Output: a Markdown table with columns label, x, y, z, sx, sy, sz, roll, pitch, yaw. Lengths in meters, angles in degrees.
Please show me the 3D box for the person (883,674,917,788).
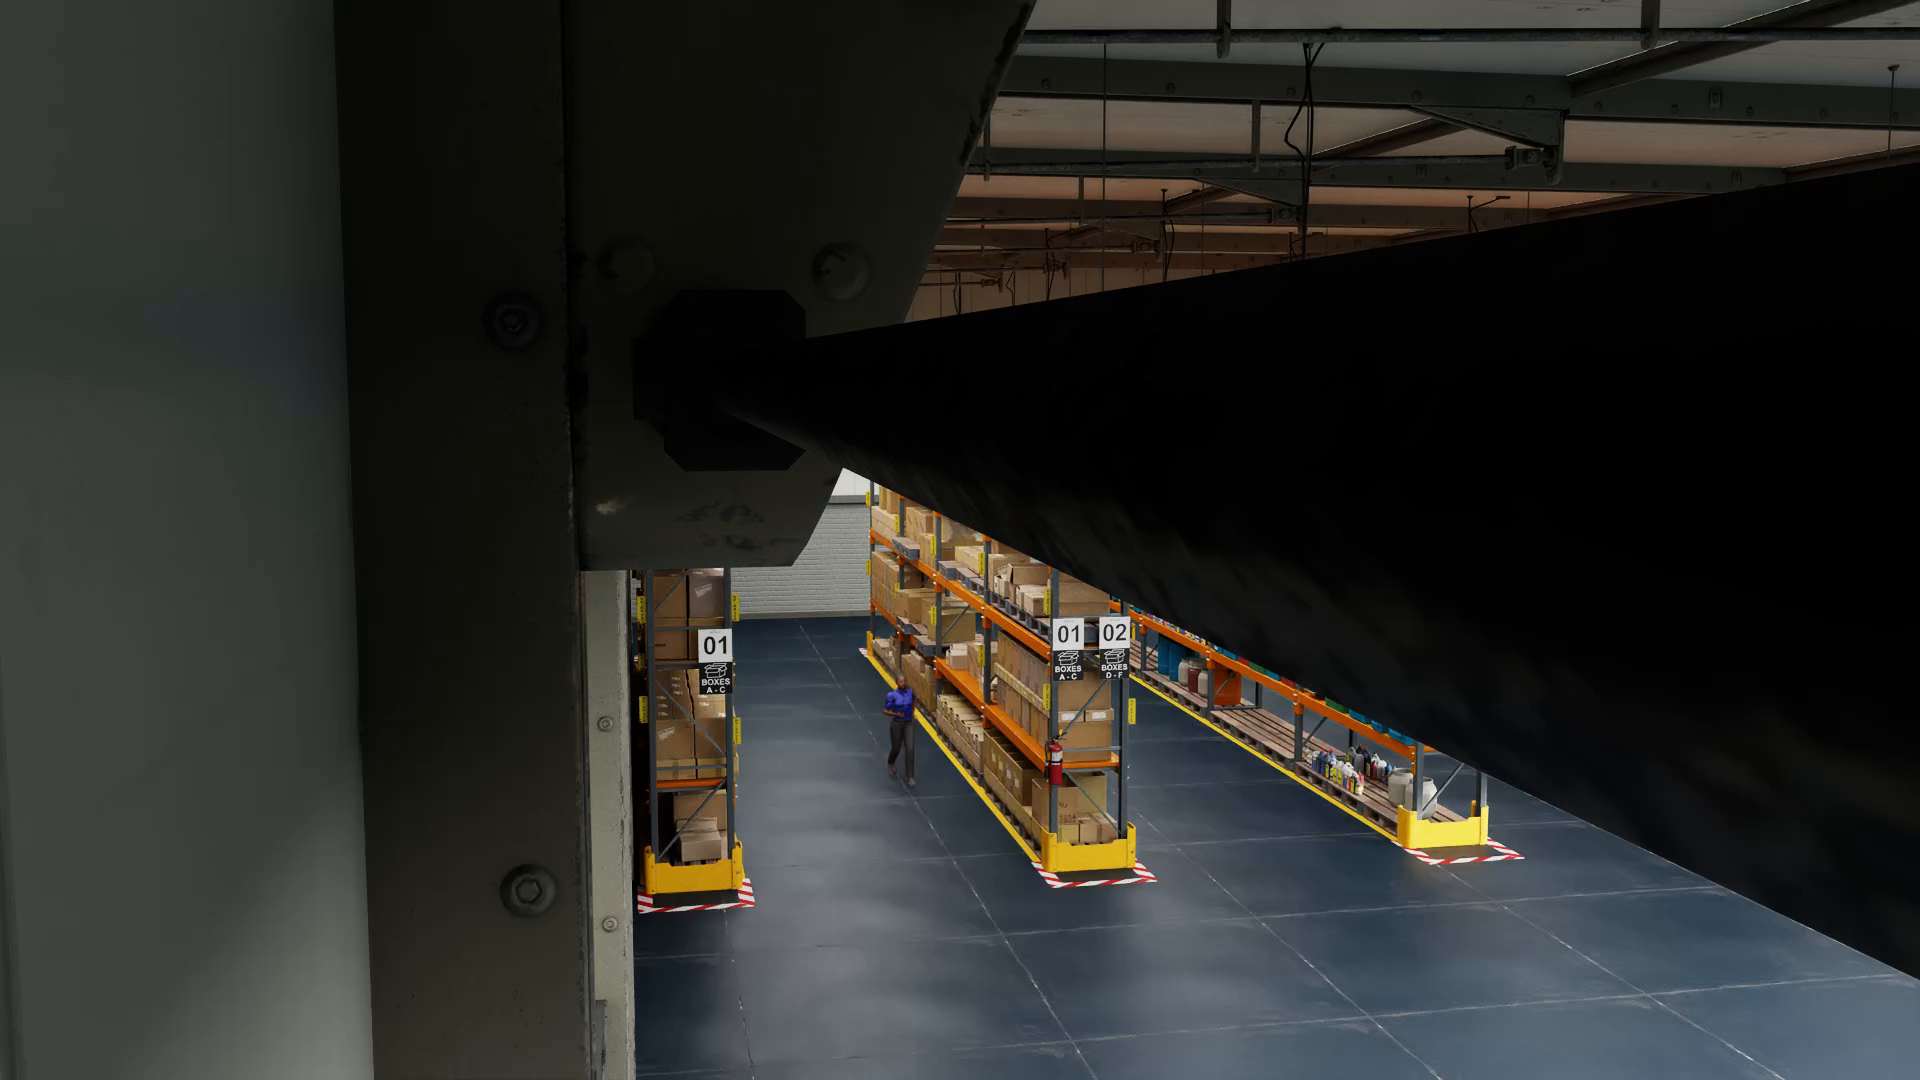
| label | x | y | z | sx | sy | sz | roll | pitch | yaw |
| --- | --- | --- | --- | --- | --- | --- | --- | --- | --- |
| person | -0.892 | 2.855 | 25.289 | 0.581 | 1.665 | 0.924 | -2 | 6 | -20 |
